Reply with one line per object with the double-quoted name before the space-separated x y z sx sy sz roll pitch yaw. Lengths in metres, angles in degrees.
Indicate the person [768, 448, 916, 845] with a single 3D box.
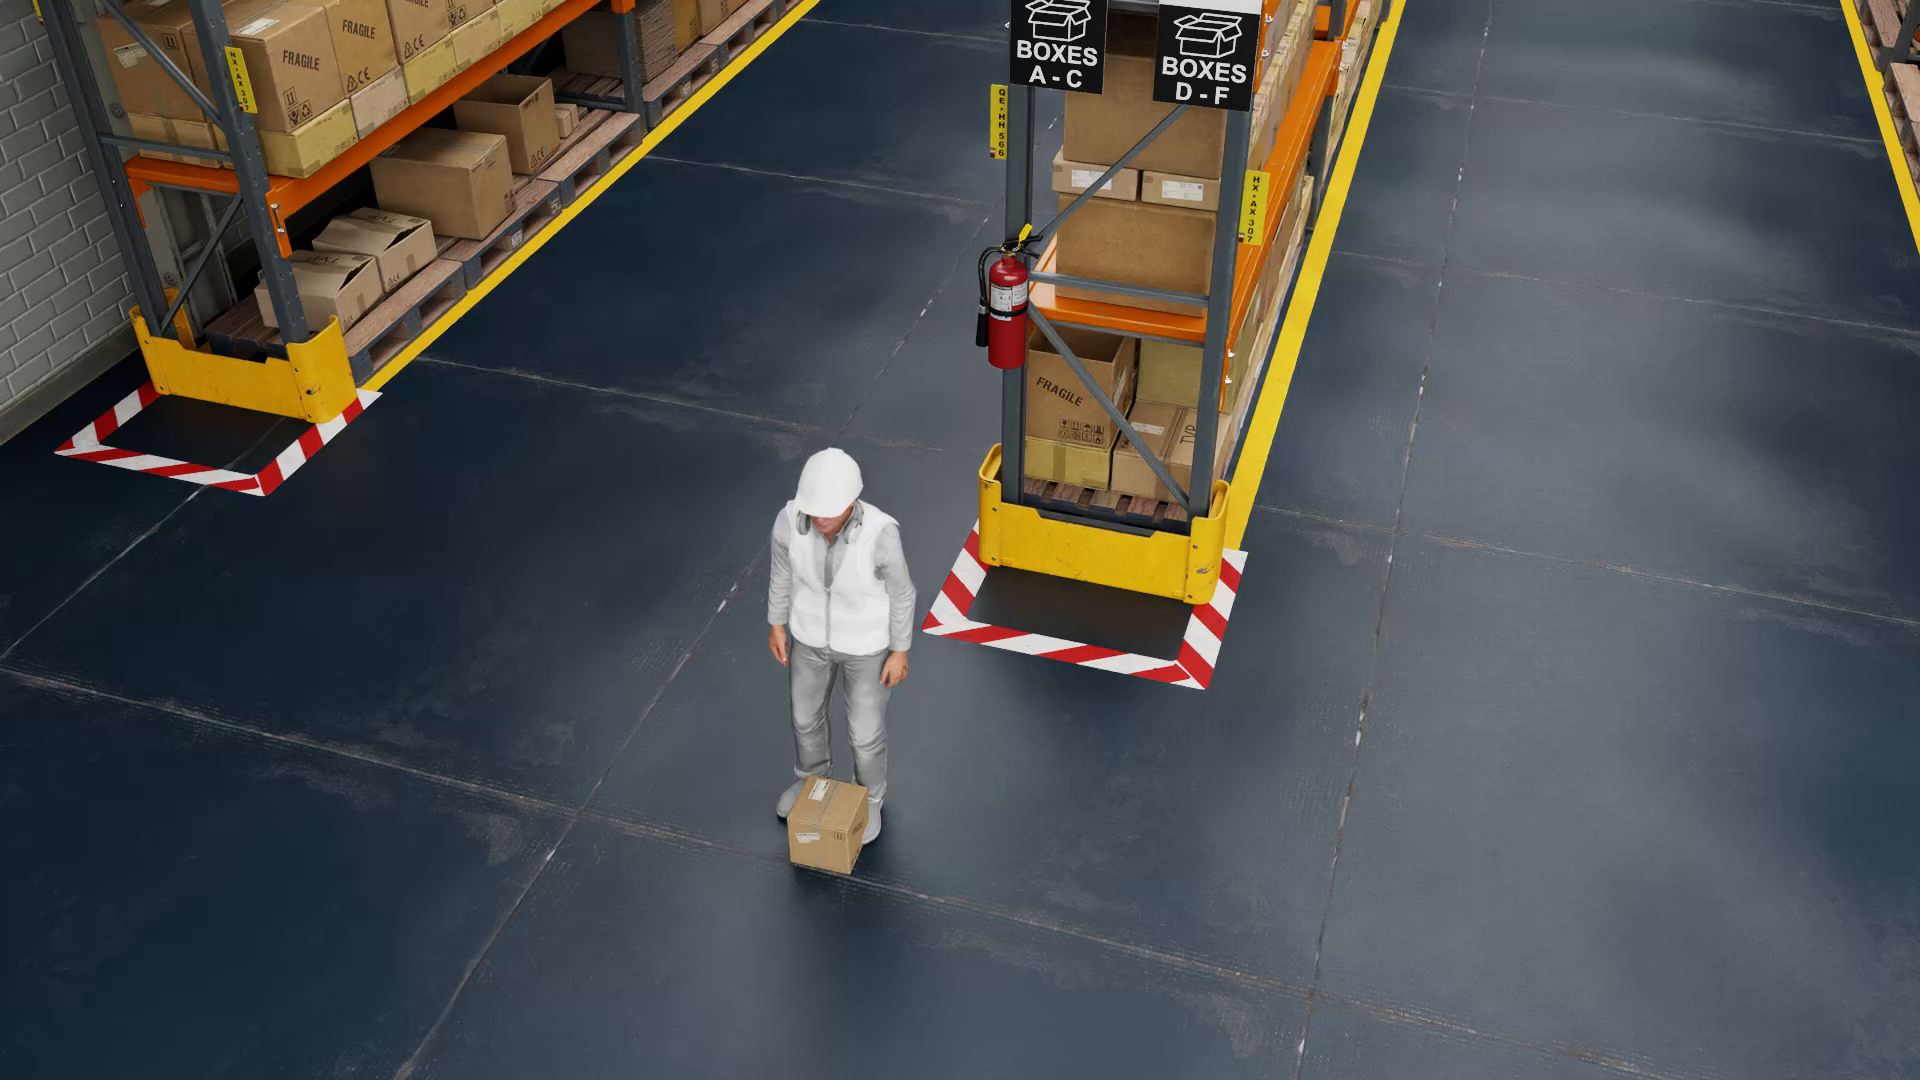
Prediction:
"person" -0.458 0.374 6.370 0.580 1.771 0.464 11 38 14
